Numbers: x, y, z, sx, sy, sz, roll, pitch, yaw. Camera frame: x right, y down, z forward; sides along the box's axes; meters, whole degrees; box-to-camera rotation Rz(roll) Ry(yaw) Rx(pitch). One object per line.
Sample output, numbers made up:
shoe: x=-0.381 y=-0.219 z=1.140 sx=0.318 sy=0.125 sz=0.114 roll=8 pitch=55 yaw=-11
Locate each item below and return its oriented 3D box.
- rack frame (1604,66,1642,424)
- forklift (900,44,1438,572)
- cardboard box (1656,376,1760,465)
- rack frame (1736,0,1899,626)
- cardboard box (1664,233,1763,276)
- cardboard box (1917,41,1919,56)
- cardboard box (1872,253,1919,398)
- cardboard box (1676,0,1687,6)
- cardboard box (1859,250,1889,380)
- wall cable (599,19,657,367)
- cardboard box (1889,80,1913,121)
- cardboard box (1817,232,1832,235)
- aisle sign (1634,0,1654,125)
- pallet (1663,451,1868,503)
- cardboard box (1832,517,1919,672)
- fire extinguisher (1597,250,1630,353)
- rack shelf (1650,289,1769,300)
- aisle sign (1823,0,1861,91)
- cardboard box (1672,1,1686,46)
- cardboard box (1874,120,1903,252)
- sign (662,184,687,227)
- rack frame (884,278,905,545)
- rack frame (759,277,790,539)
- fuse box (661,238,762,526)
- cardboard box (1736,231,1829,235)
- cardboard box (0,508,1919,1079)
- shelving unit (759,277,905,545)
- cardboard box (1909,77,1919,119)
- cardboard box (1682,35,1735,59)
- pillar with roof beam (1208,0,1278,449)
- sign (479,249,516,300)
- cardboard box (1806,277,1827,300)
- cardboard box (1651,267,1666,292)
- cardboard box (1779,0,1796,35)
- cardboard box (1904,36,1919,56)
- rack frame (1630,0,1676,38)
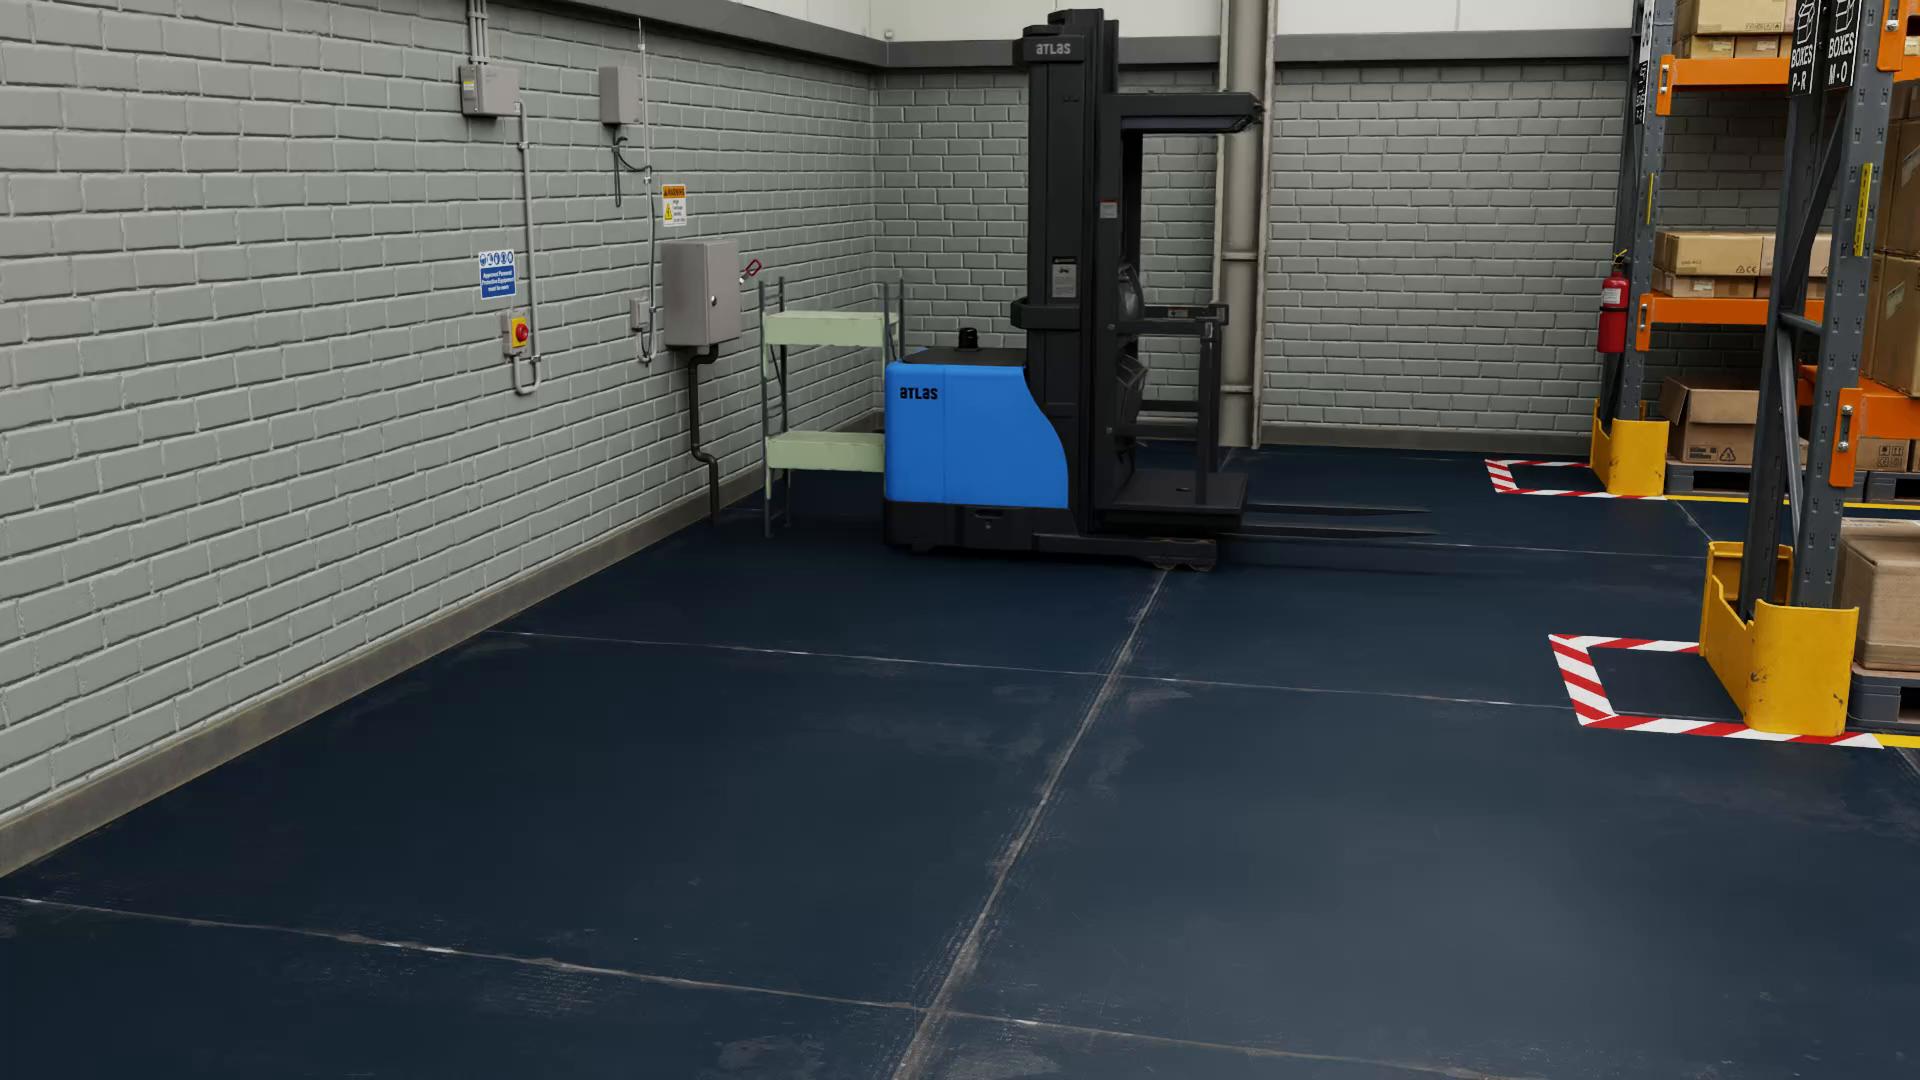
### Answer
rack frame: x=4.560 y=-1.882 z=11.293 sx=0.053 sy=2.616 sz=0.949 roll=3 pitch=13 yaw=14
forklift: x=1.182 y=-1.340 z=9.210 sx=2.937 sy=2.843 sz=1.107 roll=3 pitch=13 yaw=12
cardboard box: x=5.132 y=-0.818 z=11.288 sx=0.637 sy=0.503 sz=0.797 roll=3 pitch=13 yaw=11
rack frame: x=3.375 y=-0.839 z=6.591 sx=0.127 sy=3.000 sz=1.000 roll=3 pitch=13 yaw=14
cardboard box: x=4.937 y=-1.875 z=10.919 sx=0.500 sy=0.250 sz=0.500 roll=3 pitch=13 yaw=14
cardboard box: x=6.049 y=-3.088 z=10.381 sx=0.250 sy=0.149 sz=0.380 roll=3 pitch=13 yaw=13
cardboard box: x=3.773 y=-0.803 z=6.195 sx=0.500 sy=0.500 sz=0.500 roll=3 pitch=13 yaw=13
cardboard box: x=5.059 y=-3.699 z=11.062 sx=0.500 sy=0.250 sz=0.500 roll=3 pitch=13 yaw=12
cardboard box: x=3.907 y=-0.919 z=6.718 sx=0.500 sy=0.500 sz=0.500 roll=3 pitch=13 yaw=14
wall cable: x=-1.776 y=-1.922 z=9.124 sx=0.122 sy=1.984 sz=0.588 roll=3 pitch=13 yaw=14
cardboard box: x=3.772 y=-1.716 z=6.507 sx=0.250 sy=0.149 sz=0.380 roll=3 pitch=13 yaw=14
cardboard box: x=6.051 y=-1.933 z=11.182 sx=0.500 sy=0.250 sz=0.500 roll=3 pitch=13 yaw=15
aisle sign: x=4.424 y=-3.094 z=10.752 sx=0.004 sy=0.787 sz=0.394 roll=3 pitch=13 yaw=14
pallet: x=5.409 y=-0.477 z=11.395 sx=1.213 sy=0.211 sz=1.003 roll=3 pitch=13 yaw=14
cardboard box: x=4.040 y=0.220 z=6.763 sx=0.875 sy=0.438 sz=0.875 roll=3 pitch=13 yaw=12
fire extinguisher: x=4.307 y=-1.574 z=10.941 sx=0.183 sy=0.674 sz=0.296 roll=3 pitch=13 yaw=14
rack shelf: x=6.503 y=-1.524 z=10.885 sx=3.809 sy=0.124 sz=0.919 roll=3 pitch=13 yaw=14
aisle sign: x=3.236 y=-2.051 z=6.051 sx=0.004 sy=0.787 sz=0.394 roll=3 pitch=13 yaw=14
cardboard box: x=5.058 y=-3.454 z=11.109 sx=0.500 sy=0.250 sz=0.500 roll=3 pitch=13 yaw=13
cardboard box: x=3.900 y=-1.401 z=6.584 sx=0.500 sy=0.500 sz=0.500 roll=4 pitch=13 yaw=15
sign: x=-1.674 y=-1.963 z=9.751 sx=0.001 sy=0.242 sz=0.339 roll=3 pitch=13 yaw=14
rack frame: x=-0.375 y=-0.748 z=9.641 sx=0.023 sy=1.500 sz=0.400 roll=3 pitch=13 yaw=12
rack frame: x=-1.091 y=-0.781 z=9.791 sx=0.023 sy=1.500 sz=0.400 roll=3 pitch=13 yaw=12
fuse box: x=-1.460 y=-0.932 z=9.984 sx=0.414 sy=1.711 sz=0.539 roll=3 pitch=13 yaw=14
cardboard box: x=5.571 y=-1.960 z=11.302 sx=0.500 sy=0.250 sz=0.500 roll=3 pitch=13 yaw=14
cardboard box: x=4.263 y=0.002 z=6.146 sx=13.522 sy=1.550 sz=6.103 roll=3 pitch=13 yaw=13
shelving unit: x=-0.733 y=-0.764 z=9.716 sx=0.755 sy=1.500 sz=0.400 roll=3 pitch=13 yaw=12
cardboard box: x=3.654 y=-1.616 z=6.056 sx=0.250 sy=0.149 sz=0.380 roll=3 pitch=13 yaw=15
cardboard box: x=4.815 y=-3.159 z=10.704 sx=0.250 sy=0.149 sz=0.380 roll=3 pitch=13 yaw=15
pillar with roof beam: x=1.128 y=-4.236 z=8.051 sx=0.400 sy=9.000 sz=9.100 roll=3 pitch=13 yaw=14
sign: x=-2.176 y=-1.252 z=7.827 sx=0.001 sy=0.218 sz=0.327 roll=3 pitch=13 yaw=14
cardboard box: x=5.567 y=-1.650 z=10.825 sx=0.250 sy=0.149 sz=0.380 roll=3 pitch=13 yaw=15
cardboard box: x=4.947 y=-1.800 z=11.500 sx=0.250 sy=0.149 sz=0.380 roll=3 pitch=13 yaw=13
cardboard box: x=5.425 y=-3.317 z=10.493 sx=0.500 sy=0.250 sz=0.500 roll=3 pitch=13 yaw=15
cardboard box: x=5.794 y=-3.088 z=10.381 sx=0.250 sy=0.149 sz=0.380 roll=3 pitch=13 yaw=13
rack frame: x=4.561 y=-4.812 z=10.646 sx=0.127 sy=3.000 sz=1.000 roll=3 pitch=13 yaw=14
